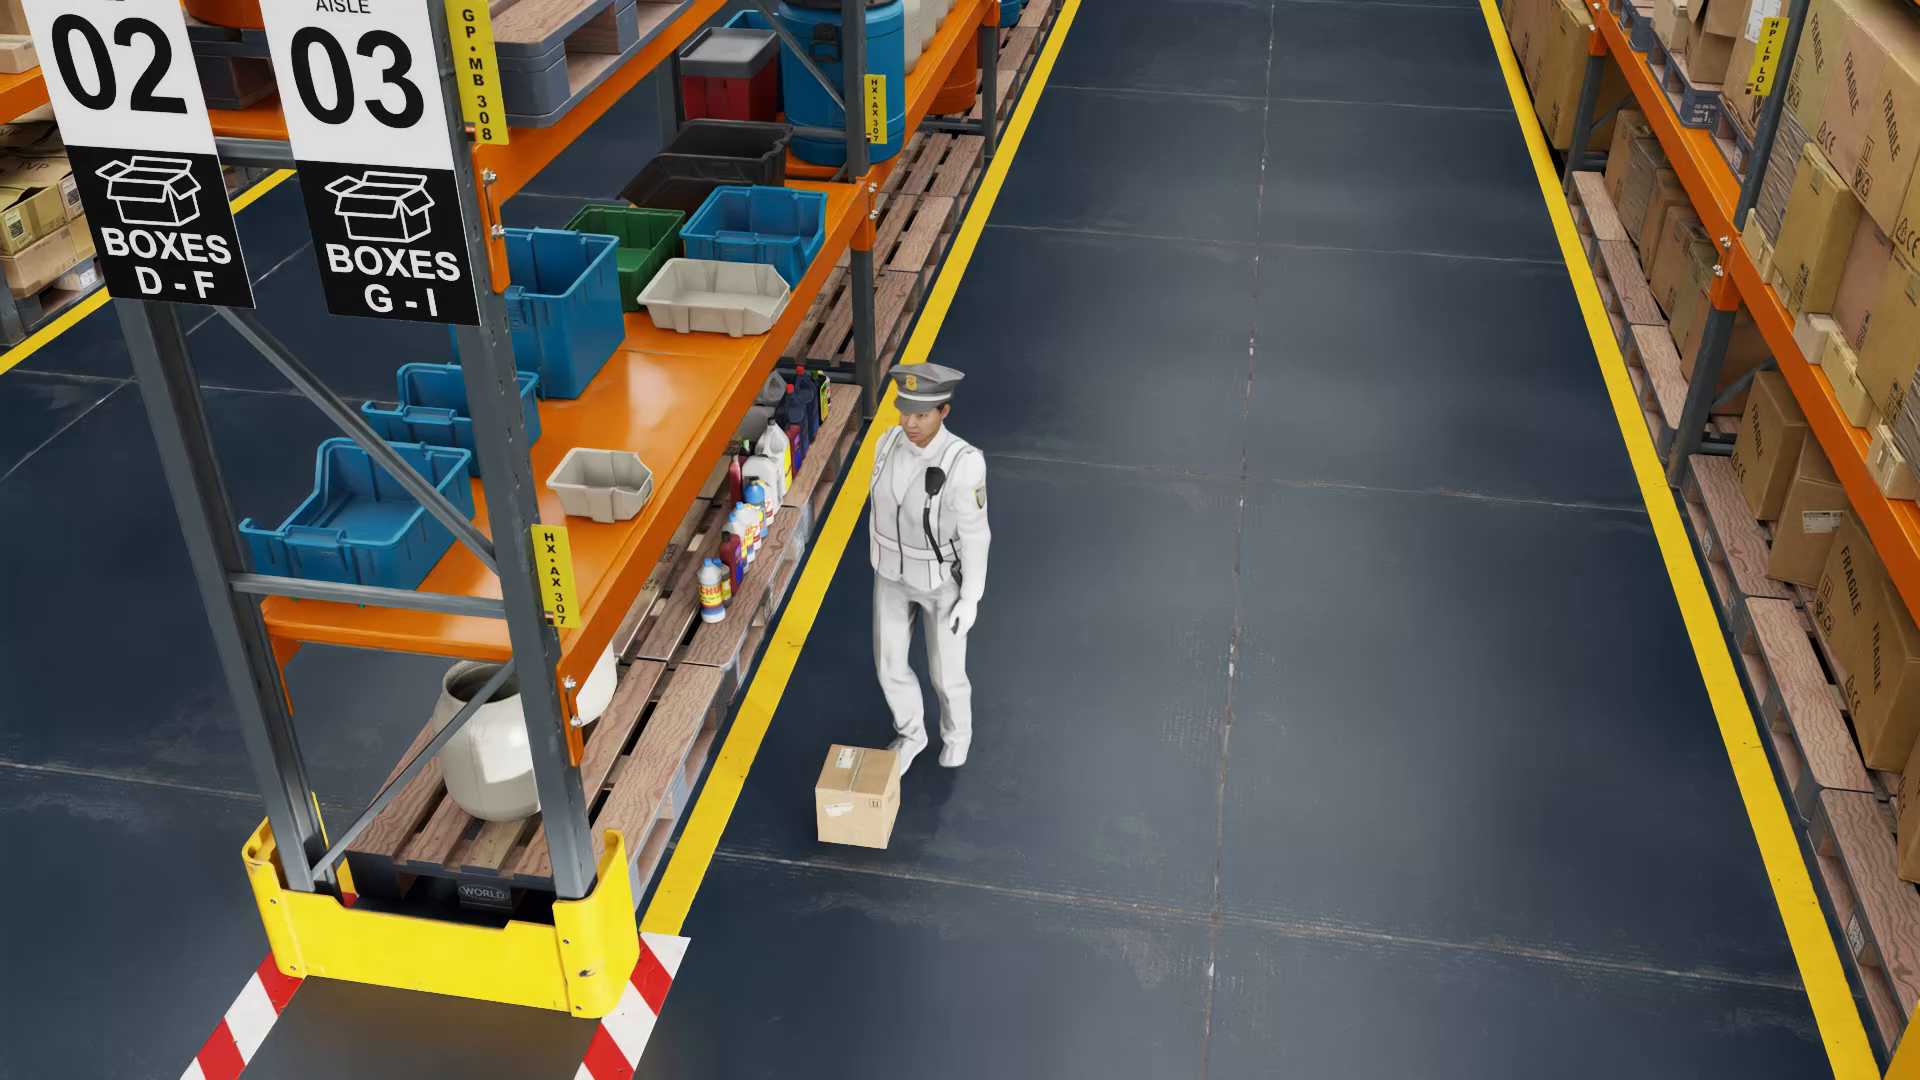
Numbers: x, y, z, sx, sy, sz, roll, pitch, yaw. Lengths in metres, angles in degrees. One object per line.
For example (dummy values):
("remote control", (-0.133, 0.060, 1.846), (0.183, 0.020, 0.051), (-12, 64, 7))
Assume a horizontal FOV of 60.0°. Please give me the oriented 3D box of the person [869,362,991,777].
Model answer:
("person", (-0.128, 0.162, 5.938), (0.489, 1.730, 0.395), (18, 37, 26))
